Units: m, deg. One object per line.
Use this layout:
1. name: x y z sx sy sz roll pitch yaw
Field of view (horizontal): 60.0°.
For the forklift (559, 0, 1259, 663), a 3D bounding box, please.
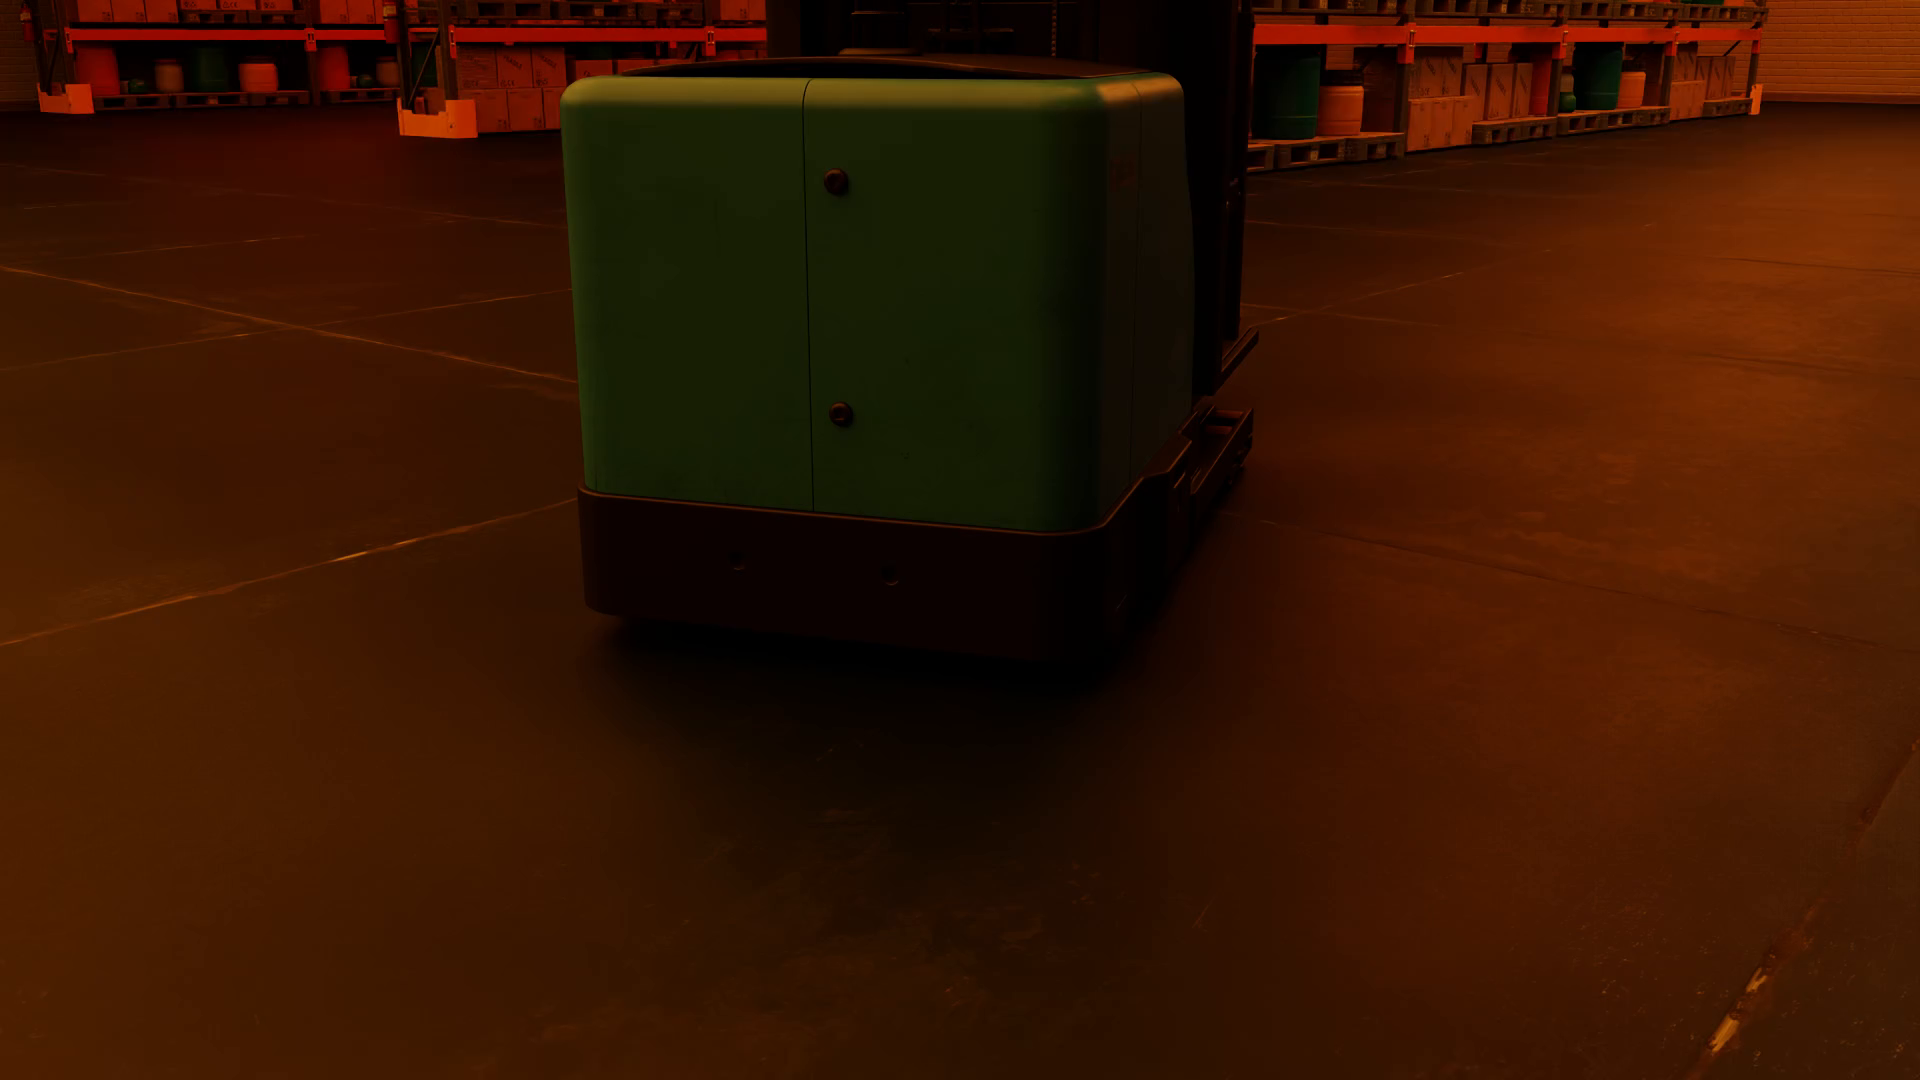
1. forklift: 0.182 -1.571 4.072 1.130 2.935 3.031 5 18 17
